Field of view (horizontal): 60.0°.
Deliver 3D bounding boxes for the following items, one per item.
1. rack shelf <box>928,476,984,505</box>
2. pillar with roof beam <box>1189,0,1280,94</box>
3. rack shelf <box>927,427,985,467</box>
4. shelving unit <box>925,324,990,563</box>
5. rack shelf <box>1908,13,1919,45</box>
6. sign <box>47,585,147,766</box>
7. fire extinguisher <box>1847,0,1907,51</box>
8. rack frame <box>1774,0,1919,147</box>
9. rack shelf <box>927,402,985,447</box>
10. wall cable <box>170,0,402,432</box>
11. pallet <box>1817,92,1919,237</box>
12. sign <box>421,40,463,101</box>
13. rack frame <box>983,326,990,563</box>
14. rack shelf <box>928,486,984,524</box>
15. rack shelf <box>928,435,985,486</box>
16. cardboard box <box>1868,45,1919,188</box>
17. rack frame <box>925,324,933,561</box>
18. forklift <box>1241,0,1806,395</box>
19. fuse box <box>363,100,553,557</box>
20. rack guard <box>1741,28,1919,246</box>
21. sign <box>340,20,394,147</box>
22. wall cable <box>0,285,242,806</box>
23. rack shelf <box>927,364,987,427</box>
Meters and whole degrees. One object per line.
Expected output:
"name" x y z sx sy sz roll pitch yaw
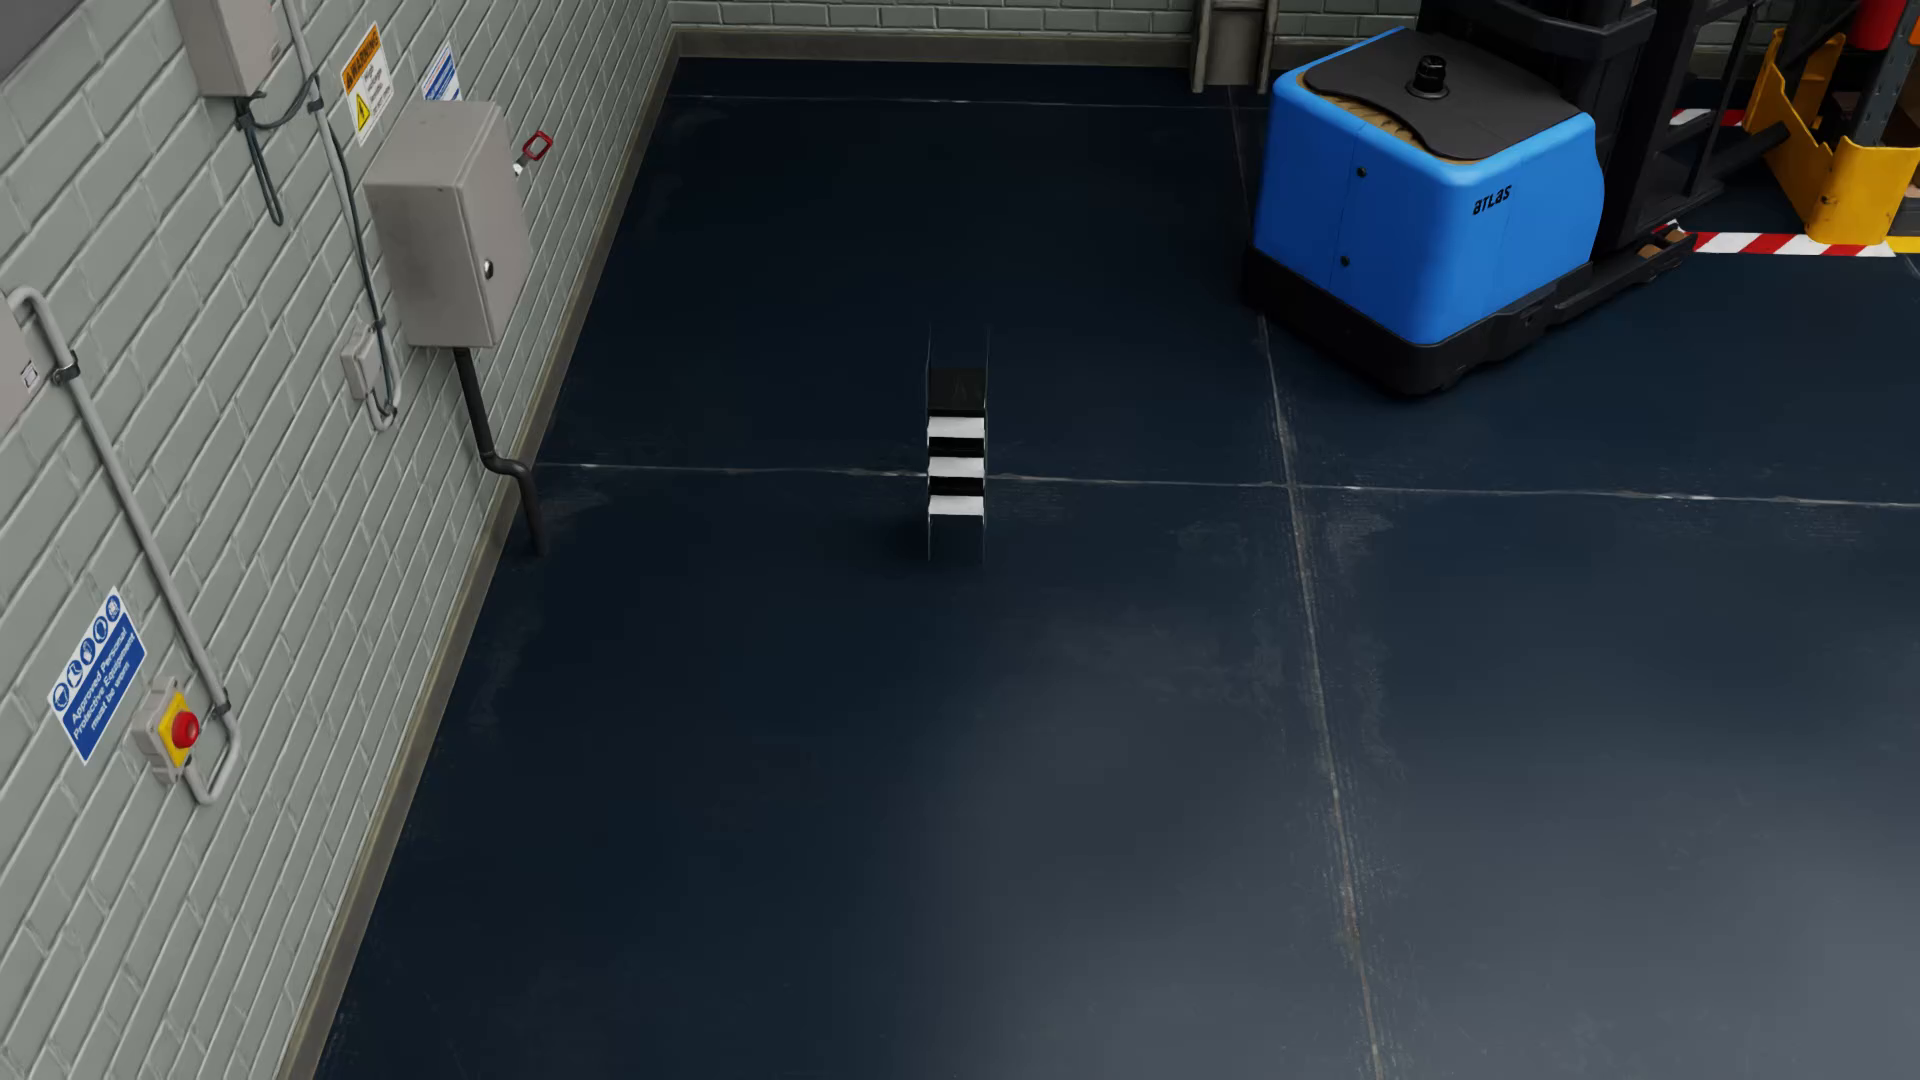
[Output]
"rack shelf" -0.008 -0.239 6.028 0.200 0.077 0.258 2 43 2
"pillar with roof beam" 1.237 -2.829 2.684 0.400 9.000 9.100 2 43 2
"rack shelf" -0.008 -0.371 5.905 0.200 0.077 0.258 2 43 2
"shelving unit" -0.008 -0.330 5.944 0.210 0.900 0.258 2 43 2
"rack shelf" 6.082 -2.544 7.308 4.000 0.370 1.077 2 43 2
"sign" -1.833 0.287 3.543 0.001 0.218 0.327 2 43 2
"fire extinguisher" 3.916 -2.393 6.949 0.183 0.674 0.296 2 43 2
"rack frame" 4.084 -2.868 7.128 0.127 3.000 1.000 2 43 2
"rack shelf" -0.008 -0.437 5.844 0.200 0.077 0.258 2 43 2
"wall cable" -1.717 -0.983 4.360 0.122 1.984 0.588 2 43 2
"pallet" 4.957 -1.822 8.051 1.213 0.211 1.003 2 43 2
"sign" -1.714 -1.379 5.600 0.001 0.494 0.329 2 43 2
"rack frame" 0.093 -0.326 5.940 0.006 0.900 0.240 2 43 2
"rack shelf" -0.008 -0.173 6.089 0.200 0.077 0.258 2 43 2
"rack shelf" -0.008 -0.305 5.966 0.200 0.077 0.258 2 43 2
"cardboard box" 4.691 -2.025 7.747 0.637 0.503 0.797 0 43 0
"rack frame" -0.110 -0.333 5.947 0.006 0.900 0.240 2 43 2
"forklift" 2.719 -2.494 6.777 3.031 2.935 1.130 -28 50 -26
"fuse box" -1.529 -0.600 5.639 0.414 1.711 0.539 2 43 2
"rack guard" 4.160 -1.951 7.978 0.348 0.500 1.175 2 43 2
"sign" -1.739 -1.342 4.884 0.001 0.242 0.339 2 43 2
"wall cable" -1.770 -0.029 3.312 0.123 1.953 0.585 2 43 2
"rack shelf" -0.008 -0.503 5.782 0.200 0.077 0.258 2 43 2
